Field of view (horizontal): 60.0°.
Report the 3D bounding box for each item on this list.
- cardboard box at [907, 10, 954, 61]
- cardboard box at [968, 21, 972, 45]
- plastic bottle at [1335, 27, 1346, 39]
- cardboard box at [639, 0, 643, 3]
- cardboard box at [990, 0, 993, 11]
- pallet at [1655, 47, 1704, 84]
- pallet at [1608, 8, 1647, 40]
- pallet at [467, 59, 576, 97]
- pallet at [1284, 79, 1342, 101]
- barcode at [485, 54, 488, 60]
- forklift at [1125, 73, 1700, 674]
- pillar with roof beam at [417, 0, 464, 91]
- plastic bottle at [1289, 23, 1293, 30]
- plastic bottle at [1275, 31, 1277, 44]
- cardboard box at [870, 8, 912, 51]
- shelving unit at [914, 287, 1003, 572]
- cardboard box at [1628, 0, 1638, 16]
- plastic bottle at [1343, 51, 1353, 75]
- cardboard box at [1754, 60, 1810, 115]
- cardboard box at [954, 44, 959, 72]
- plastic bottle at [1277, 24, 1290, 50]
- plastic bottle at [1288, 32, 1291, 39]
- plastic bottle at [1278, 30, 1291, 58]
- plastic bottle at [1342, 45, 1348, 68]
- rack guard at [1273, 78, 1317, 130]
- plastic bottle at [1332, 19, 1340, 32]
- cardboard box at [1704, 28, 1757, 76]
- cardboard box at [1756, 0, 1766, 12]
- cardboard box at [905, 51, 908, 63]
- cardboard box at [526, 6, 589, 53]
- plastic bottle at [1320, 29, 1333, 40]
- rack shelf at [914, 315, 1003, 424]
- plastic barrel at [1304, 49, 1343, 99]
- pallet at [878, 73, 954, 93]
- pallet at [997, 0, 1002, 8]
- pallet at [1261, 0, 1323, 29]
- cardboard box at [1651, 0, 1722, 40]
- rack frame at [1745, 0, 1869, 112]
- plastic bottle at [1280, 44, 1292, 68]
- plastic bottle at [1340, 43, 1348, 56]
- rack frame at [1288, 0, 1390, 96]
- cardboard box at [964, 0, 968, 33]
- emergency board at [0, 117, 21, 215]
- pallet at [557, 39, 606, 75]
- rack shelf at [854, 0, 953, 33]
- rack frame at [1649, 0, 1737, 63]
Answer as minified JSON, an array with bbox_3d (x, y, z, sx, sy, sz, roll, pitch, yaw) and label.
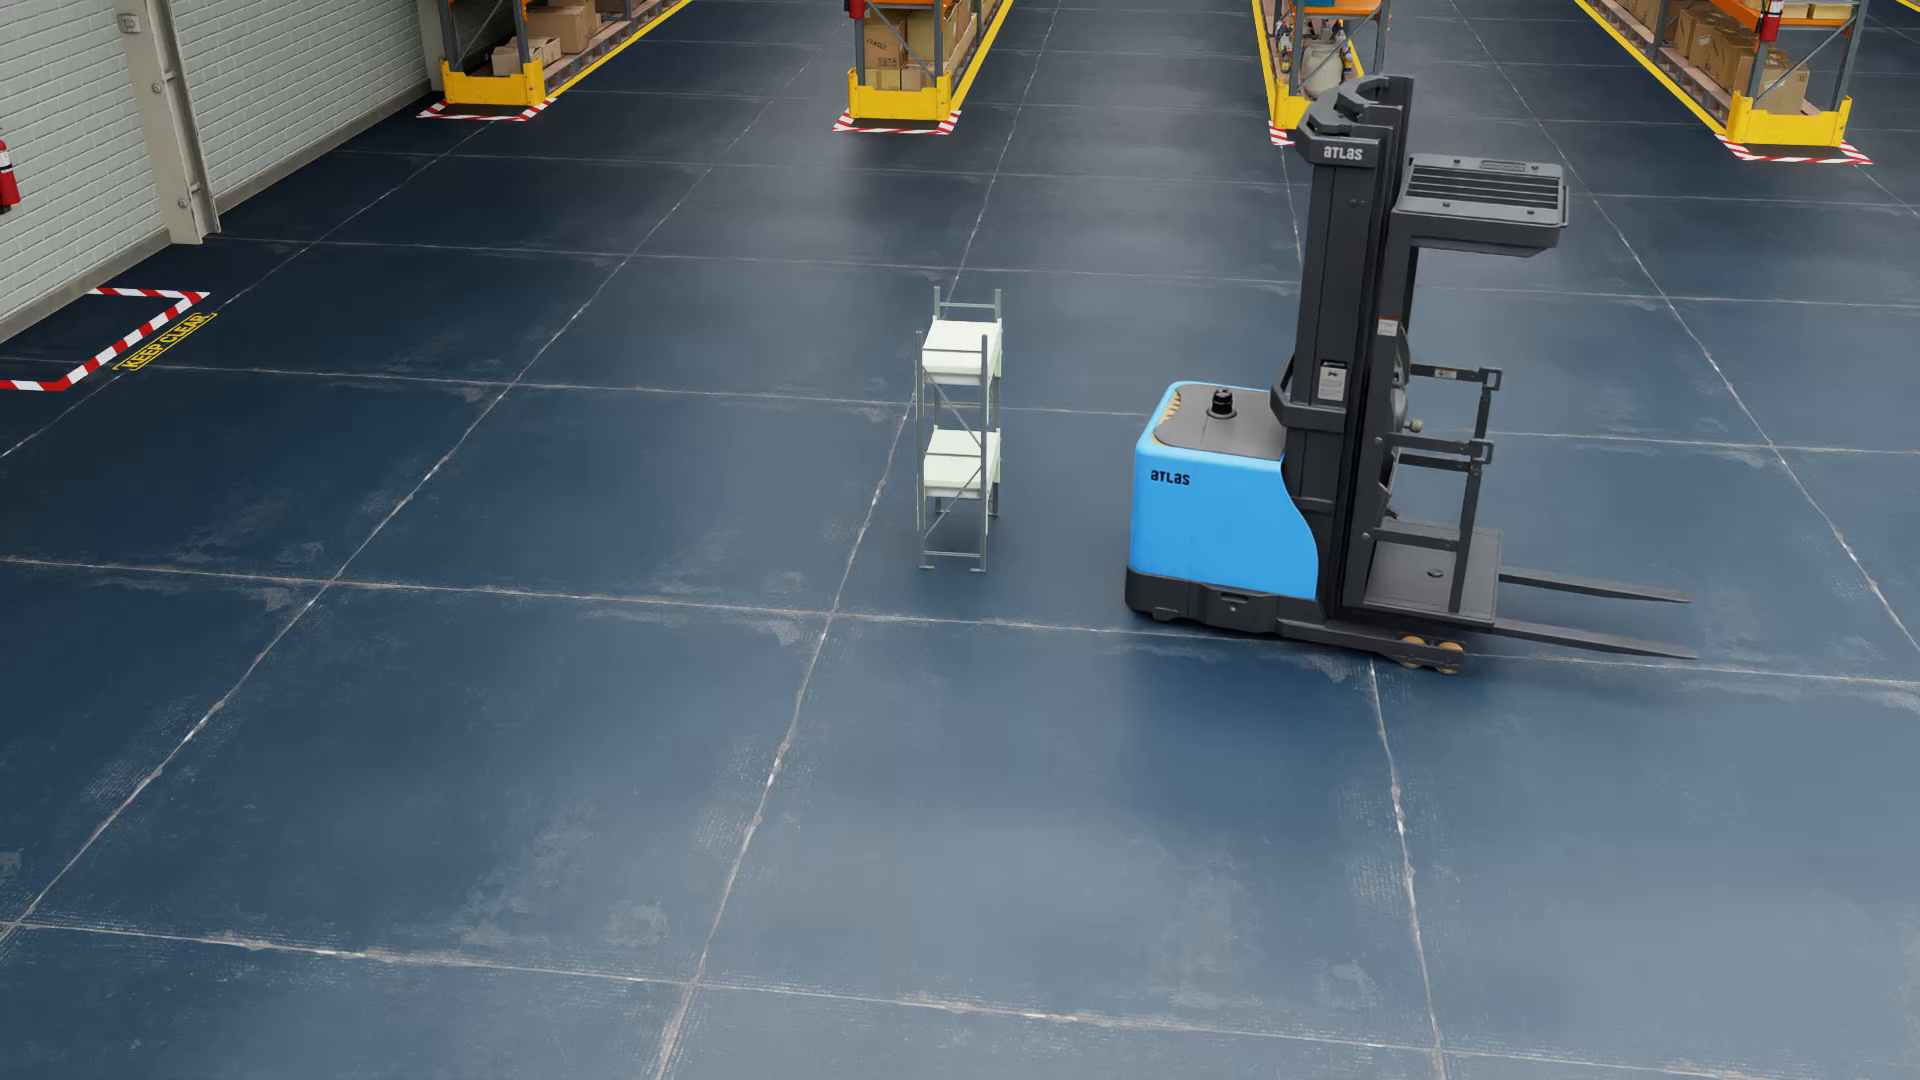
[{"bbox_3d":[-0.353,-6.082,20.042,0.500,0.500,0.500,3,28,6],"label":"cardboard box"},{"bbox_3d":[-0.120,-6.694,21.969,0.500,0.250,0.500,3,28,6],"label":"cardboard box"},{"bbox_3d":[4.850,-6.361,21.223,0.144,0.351,0.185,3,28,6],"label":"plastic bottle"},{"bbox_3d":[-5.039,-8.158,24.402,0.700,0.500,0.500,3,28,5],"label":"cardboard box"},{"bbox_3d":[0.211,-7.820,24.058,0.500,0.250,0.500,3,28,5],"label":"cardboard box"},{"bbox_3d":[9.575,-6.062,21.280,1.003,0.211,1.213,3,28,6],"label":"pallet"},{"bbox_3d":[9.863,-7.323,23.620,1.003,0.211,1.213,3,28,6],"label":"pallet"},{"bbox_3d":[-5.472,-5.777,20.751,1.003,0.211,1.213,3,28,6],"label":"pallet"},{"bbox_3d":[4.284,-5.206,19.690,1.003,0.211,1.213,3,28,6],"label":"pallet"},{"bbox_3d":[-5.837,-5.955,20.502,0.001,0.075,0.075,3,28,6],"label":"barcode"},{"bbox_3d":[2.511,-0.857,8.750,3.031,2.935,1.130,9,30,16],"label":"forklift"},{"bbox_3d":[-2.116,-9.359,18.134,9.100,9.000,0.400,3,28,6],"label":"pillar with roof beam"},{"bbox_3d":[4.326,-6.609,21.755,0.061,0.283,0.133,3,28,6],"label":"plastic bottle"},{"bbox_3d":[4.207,-6.637,21.894,0.097,0.201,0.097,0,28,0],"label":"plastic bottle"},{"bbox_3d":[-0.821,-6.348,20.536,0.500,0.500,0.500,3,28,6],"label":"cardboard box"},{"bbox_3d":[-0.001,-0.657,9.888,0.431,1.500,0.755,3,28,6],"label":"shelving unit"},{"bbox_3d":[9.932,-7.738,23.623,0.700,0.500,0.500,6,29,10],"label":"cardboard box"},{"bbox_3d":[4.748,-5.841,20.341,0.097,0.271,0.097,0,28,0],"label":"plastic bottle"},{"bbox_3d":[9.225,-5.102,18.751,0.500,0.500,0.500,9,30,16],"label":"cardboard box"},{"bbox_3d":[-0.294,-5.987,20.657,0.500,0.250,0.500,3,28,6],"label":"cardboard box"},{"bbox_3d":[4.173,-6.478,21.442,0.144,0.351,0.185,2,28,4],"label":"plastic bottle"},{"bbox_3d":[4.192,-6.372,21.328,0.097,0.271,0.097,0,28,0],"label":"plastic bottle"},{"bbox_3d":[4.120,-6.278,21.070,0.144,0.351,0.185,3,28,6],"label":"plastic bottle"},{"bbox_3d":[4.790,-6.002,20.641,0.097,0.271,0.097,0,28,0],"label":"plastic bottle"},{"bbox_3d":[4.179,-4.951,18.912,1.175,0.500,0.348,3,28,6],"label":"rack guard"},{"bbox_3d":[4.914,-6.603,21.673,0.144,0.351,0.185,3,28,5],"label":"plastic bottle"},{"bbox_3d":[9.473,-5.939,20.305,0.500,0.500,0.500,1,28,2],"label":"cardboard box"},{"bbox_3d":[8.993,-5.878,18.263,0.380,0.149,0.250,3,28,6],"label":"cardboard box"},{"bbox_3d":[-0.877,-5.782,20.277,0.500,0.250,0.500,3,28,6],"label":"cardboard box"},{"bbox_3d":[-5.233,-6.613,21.534,0.700,0.500,0.500,2,28,3],"label":"cardboard box"},{"bbox_3d":[4.740,-6.477,21.517,0.152,0.276,0.135,3,28,6],"label":"plastic bottle"},{"bbox_3d":[-0.001,-1.001,9.703,0.431,0.370,0.720,3,28,6],"label":"rack shelf"},{"bbox_3d":[4.221,-5.417,19.322,0.421,0.512,0.421,0,28,0],"label":"plastic barrel"},{"bbox_3d":[-0.647,-5.437,20.120,1.003,0.211,1.213,3,28,6],"label":"pallet"},{"bbox_3d":[0.141,-8.455,25.722,1.003,0.211,1.213,3,28,6],"label":"pallet"},{"bbox_3d":[4.911,-7.616,24.164,1.003,0.211,1.213,3,28,6],"label":"pallet"},{"bbox_3d":[9.719,-6.989,22.231,0.700,0.500,0.500,1,28,2],"label":"cardboard box"},{"bbox_3d":[9.132,-5.725,17.714,1.000,3.000,0.127,3,28,6],"label":"rack frame"},{"bbox_3d":[4.064,-6.014,20.659,0.152,0.276,0.135,4,29,7],"label":"plastic bottle"},{"bbox_3d":[4.827,-6.144,20.905,0.097,0.271,0.097,0,28,0],"label":"plastic bottle"},{"bbox_3d":[4.216,-6.013,18.248,1.000,3.000,0.127,3,28,6],"label":"rack frame"},{"bbox_3d":[-0.179,-6.788,21.354,0.500,0.500,0.500,3,28,6],"label":"cardboard box"},{"bbox_3d":[-7.465,-2.983,12.624,0.194,1.169,0.643,3,28,6],"label":"emergency board"},{"bbox_3d":[-5.320,-6.350,21.814,1.003,0.211,1.213,3,28,6],"label":"pallet"},{"bbox_3d":[-0.454,-6.927,20.704,1.077,0.370,4.000,3,28,6],"label":"rack shelf"},{"bbox_3d":[9.622,-7.608,21.209,1.000,3.000,0.127,3,28,6],"label":"rack frame"}]
